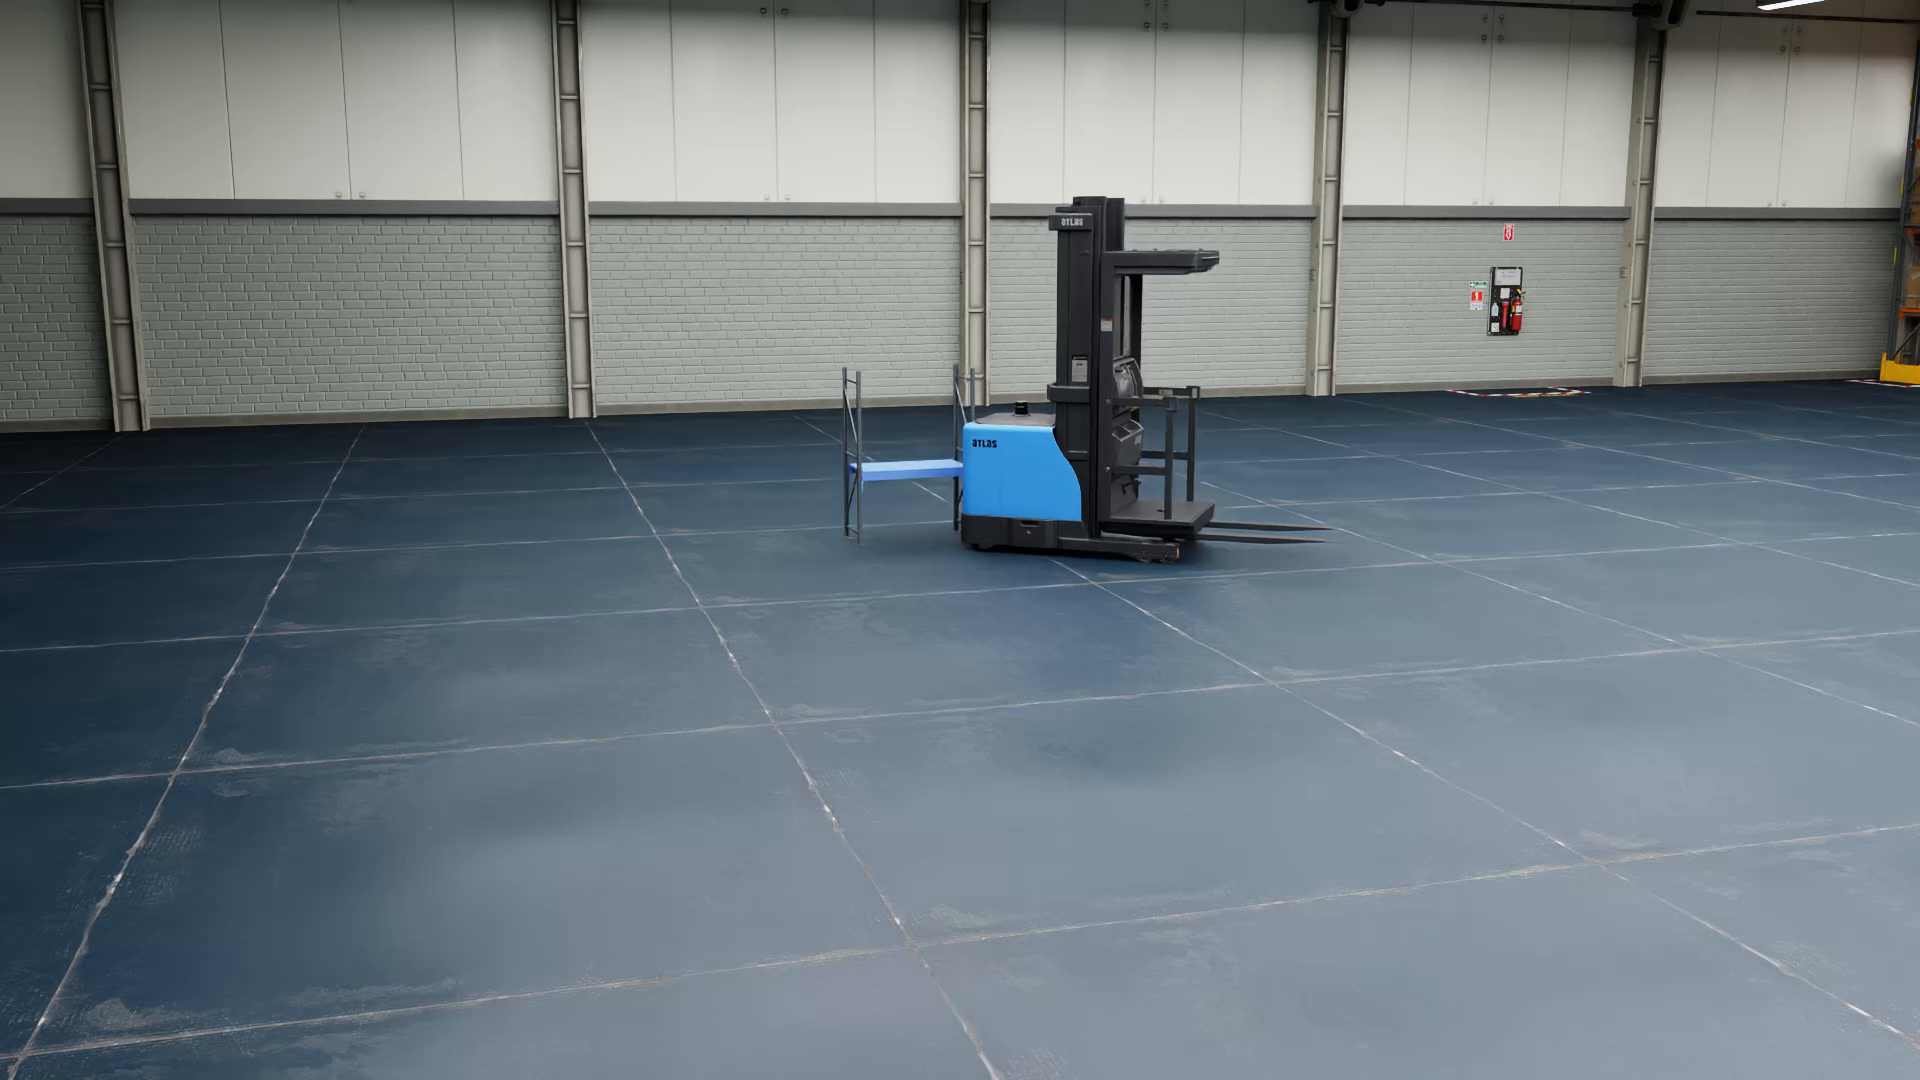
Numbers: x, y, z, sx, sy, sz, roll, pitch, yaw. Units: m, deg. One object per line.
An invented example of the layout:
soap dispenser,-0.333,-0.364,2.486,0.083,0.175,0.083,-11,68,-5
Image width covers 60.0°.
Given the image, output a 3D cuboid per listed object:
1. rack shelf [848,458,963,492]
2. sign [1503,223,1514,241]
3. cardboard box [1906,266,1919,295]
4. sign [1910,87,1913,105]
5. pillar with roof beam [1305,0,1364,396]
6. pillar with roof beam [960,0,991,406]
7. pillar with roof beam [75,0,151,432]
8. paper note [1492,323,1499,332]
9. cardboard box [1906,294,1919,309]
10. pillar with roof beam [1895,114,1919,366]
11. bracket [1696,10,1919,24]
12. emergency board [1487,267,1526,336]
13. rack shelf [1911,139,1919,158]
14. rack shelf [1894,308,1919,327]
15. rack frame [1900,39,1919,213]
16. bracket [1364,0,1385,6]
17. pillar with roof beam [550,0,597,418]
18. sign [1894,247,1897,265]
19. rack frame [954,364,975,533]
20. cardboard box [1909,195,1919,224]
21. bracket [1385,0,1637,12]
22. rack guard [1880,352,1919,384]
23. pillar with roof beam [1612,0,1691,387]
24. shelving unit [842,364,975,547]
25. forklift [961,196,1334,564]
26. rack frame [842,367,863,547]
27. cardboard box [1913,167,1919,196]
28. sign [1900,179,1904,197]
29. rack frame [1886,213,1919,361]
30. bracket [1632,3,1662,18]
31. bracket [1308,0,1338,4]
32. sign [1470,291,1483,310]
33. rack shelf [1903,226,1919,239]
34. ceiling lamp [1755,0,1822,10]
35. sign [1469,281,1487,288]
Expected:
rack shelf,-0.445,-0.573,14.513,1.000,0.185,0.538,-3,11,-18
sign,9.329,-5.231,28.274,0.199,0.298,0.001,-3,11,-16
cardboard box,17.471,-4.676,29.950,0.500,0.500,0.500,-3,11,-17
sign,16.943,-7.896,29.563,0.005,0.325,0.100,-3,11,-16
pillar with roof beam,7.190,-6.091,22.778,0.548,9.000,9.100,-3,11,-16
pillar with roof beam,1.429,-5.787,21.129,0.548,9.000,9.100,-3,11,-16
pillar with roof beam,-10.092,-5.180,17.830,0.400,9.000,9.100,-3,11,-16
paper note,9.175,-3.644,28.489,0.142,0.148,0.016,-3,11,-16
cardboard box,17.473,-4.304,29.999,0.500,0.250,0.500,-3,11,-15
pillar with roof beam,18.712,-6.698,26.077,0.400,9.000,9.100,-3,11,-16
bracket,14.719,-9.003,28.654,4.783,0.066,0.076,-3,11,-16
emergency board,9.364,-4.074,28.392,0.643,1.169,0.194,-3,11,-16
rack shelf,18.999,-7.007,29.748,4.000,0.370,1.077,-3,11,-16
rack shelf,18.999,-4.058,30.291,4.000,0.370,1.077,-3,11,-16
rack frame,17.078,-7.261,29.133,0.127,3.000,1.000,-3,11,-16
bracket,6.485,-8.569,26.296,0.430,0.232,0.235,-3,11,-16
pillar with roof beam,-4.332,-5.484,19.479,0.400,9.000,9.100,-3,11,-16
sign,16.942,-5.133,30.072,0.005,0.325,0.100,-3,11,-16
rack frame,0.037,-0.780,14.640,0.032,1.500,0.500,-3,11,-18
cardboard box,17.408,-5.910,29.747,0.500,0.500,0.500,-2,11,-12
bracket,8.958,-8.699,27.004,4.783,0.066,0.076,-3,11,-16
rack guard,17.151,-3.085,29.923,0.348,0.500,1.175,-3,11,-16
pillar with roof beam,12.951,-6.395,24.427,0.548,9.000,9.100,-3,11,-16
shelving unit,-0.445,-0.750,14.480,1.048,1.500,0.538,-3,11,-18
forklift,1.585,-1.355,13.811,3.031,2.935,1.130,3,11,18
rack frame,-0.926,-0.721,14.320,0.032,1.500,0.500,-3,11,-18
cardboard box,17.419,-6.404,29.668,0.500,0.500,0.500,-3,11,-13
sign,16.942,-6.319,29.854,0.005,0.325,0.100,-3,11,-16
rack frame,17.078,-4.310,29.676,0.127,3.000,1.000,-3,11,-16
bracket,11.449,-8.831,27.717,0.430,0.232,0.235,-3,11,-16
bracket,5.688,-8.527,26.068,0.430,0.232,0.235,-3,11,-16
sign,8.805,-4.082,28.335,0.234,0.329,0.001,-3,11,-16
rack shelf,18.999,-5.533,30.019,4.000,0.370,1.077,-3,11,-16
ceiling lamp,11.717,-9.077,22.874,0.800,3.185,2.000,-3,11,-16
sign,8.812,-4.341,28.279,0.331,0.109,0.001,-3,11,-16
